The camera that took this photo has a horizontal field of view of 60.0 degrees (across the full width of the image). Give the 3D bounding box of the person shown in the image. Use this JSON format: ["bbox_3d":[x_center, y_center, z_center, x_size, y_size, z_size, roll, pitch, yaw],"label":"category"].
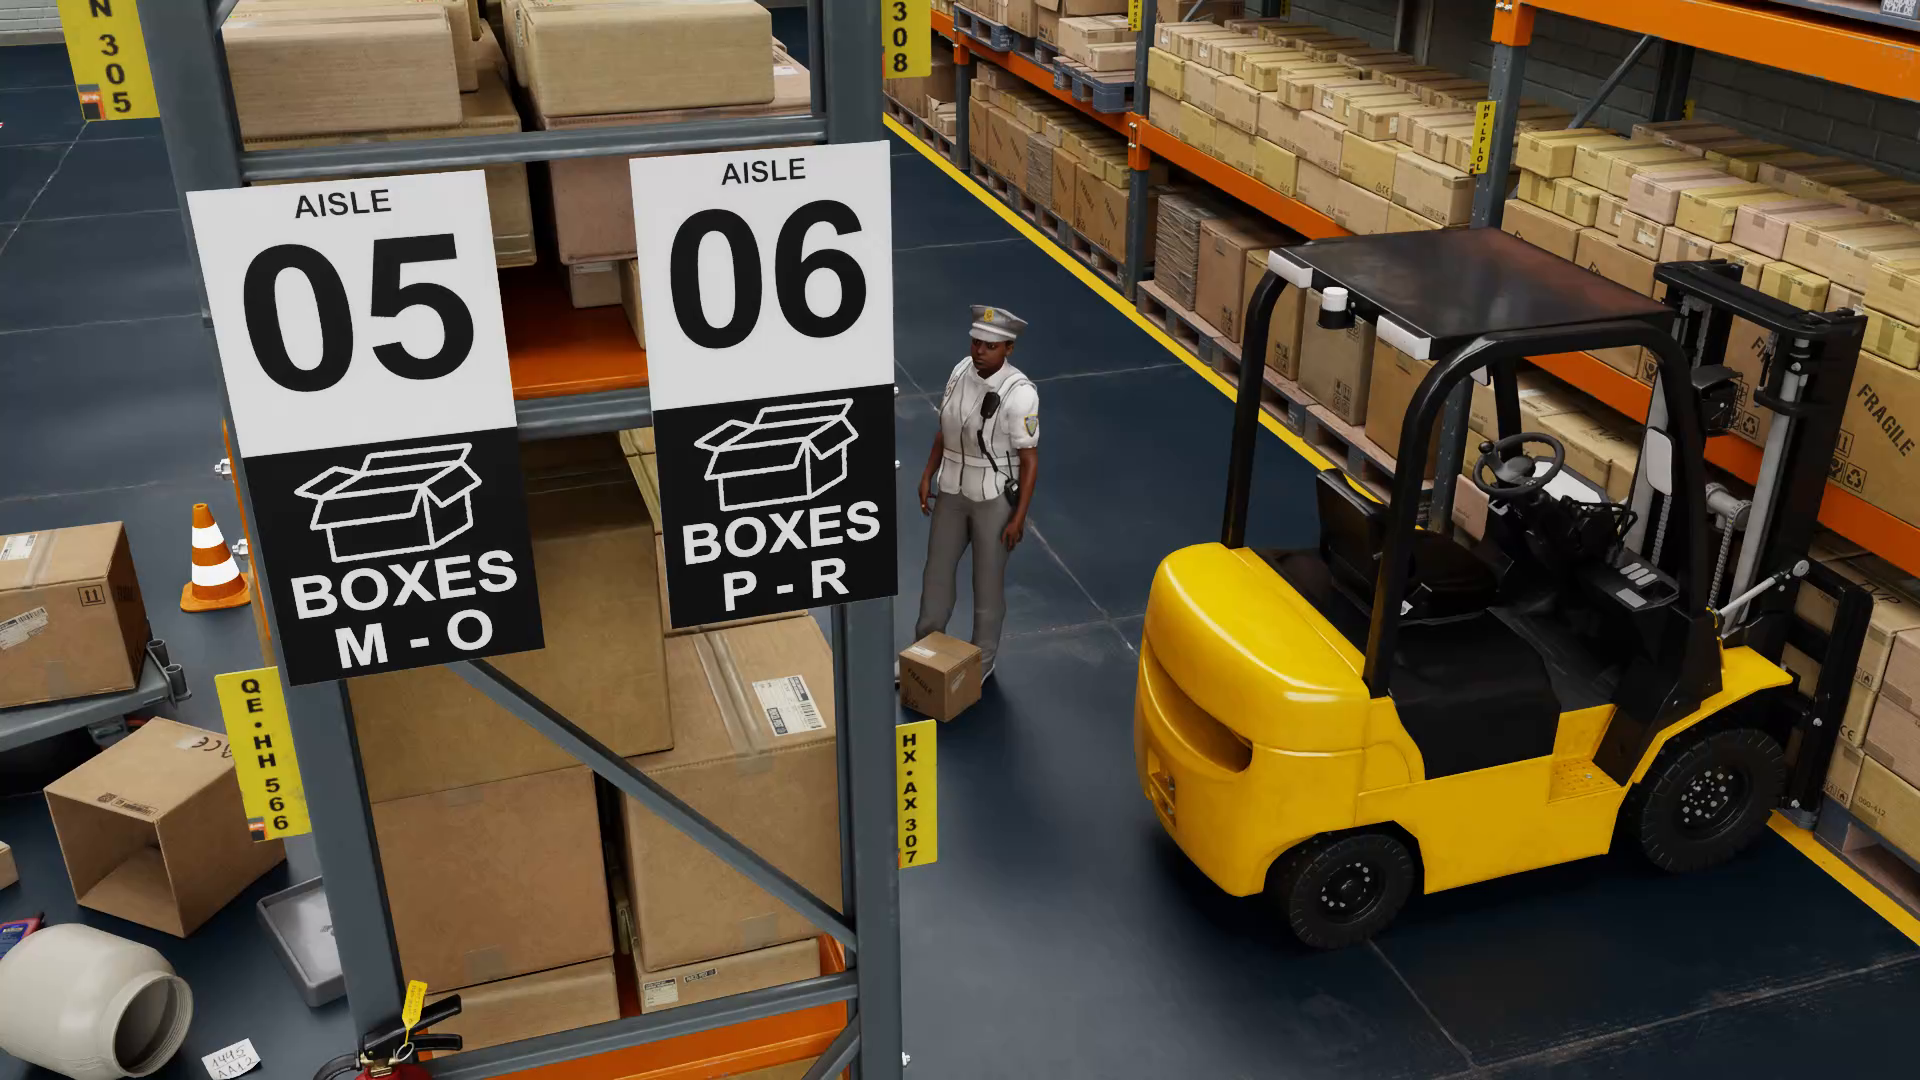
[{"bbox_3d":[0.022,-0.156,6.870,0.569,1.696,0.528,20,33,35],"label":"person"}]
